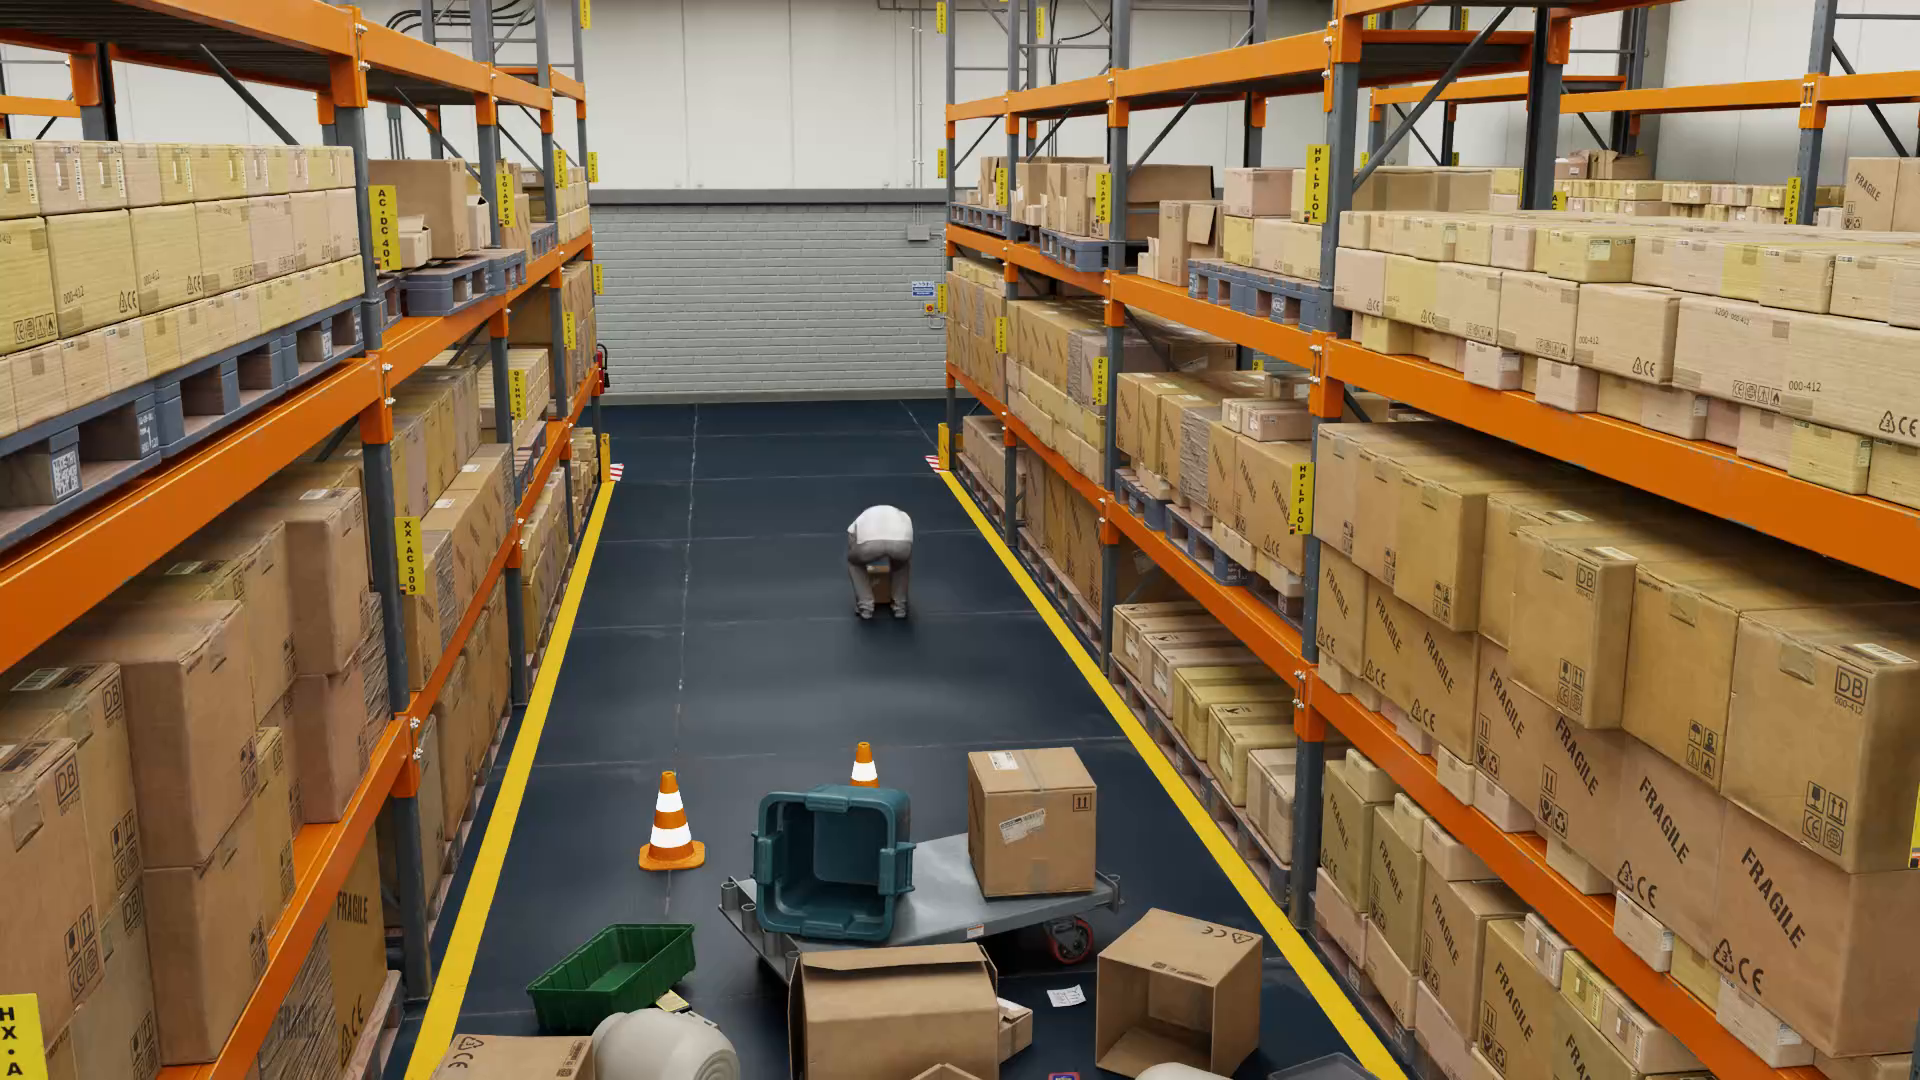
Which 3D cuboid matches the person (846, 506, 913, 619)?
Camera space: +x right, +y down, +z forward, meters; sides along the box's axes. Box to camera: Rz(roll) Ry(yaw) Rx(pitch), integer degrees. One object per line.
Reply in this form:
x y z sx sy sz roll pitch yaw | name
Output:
-0.660 0.131 13.363 0.520 0.896 1.004 -2 13 -10 | person
